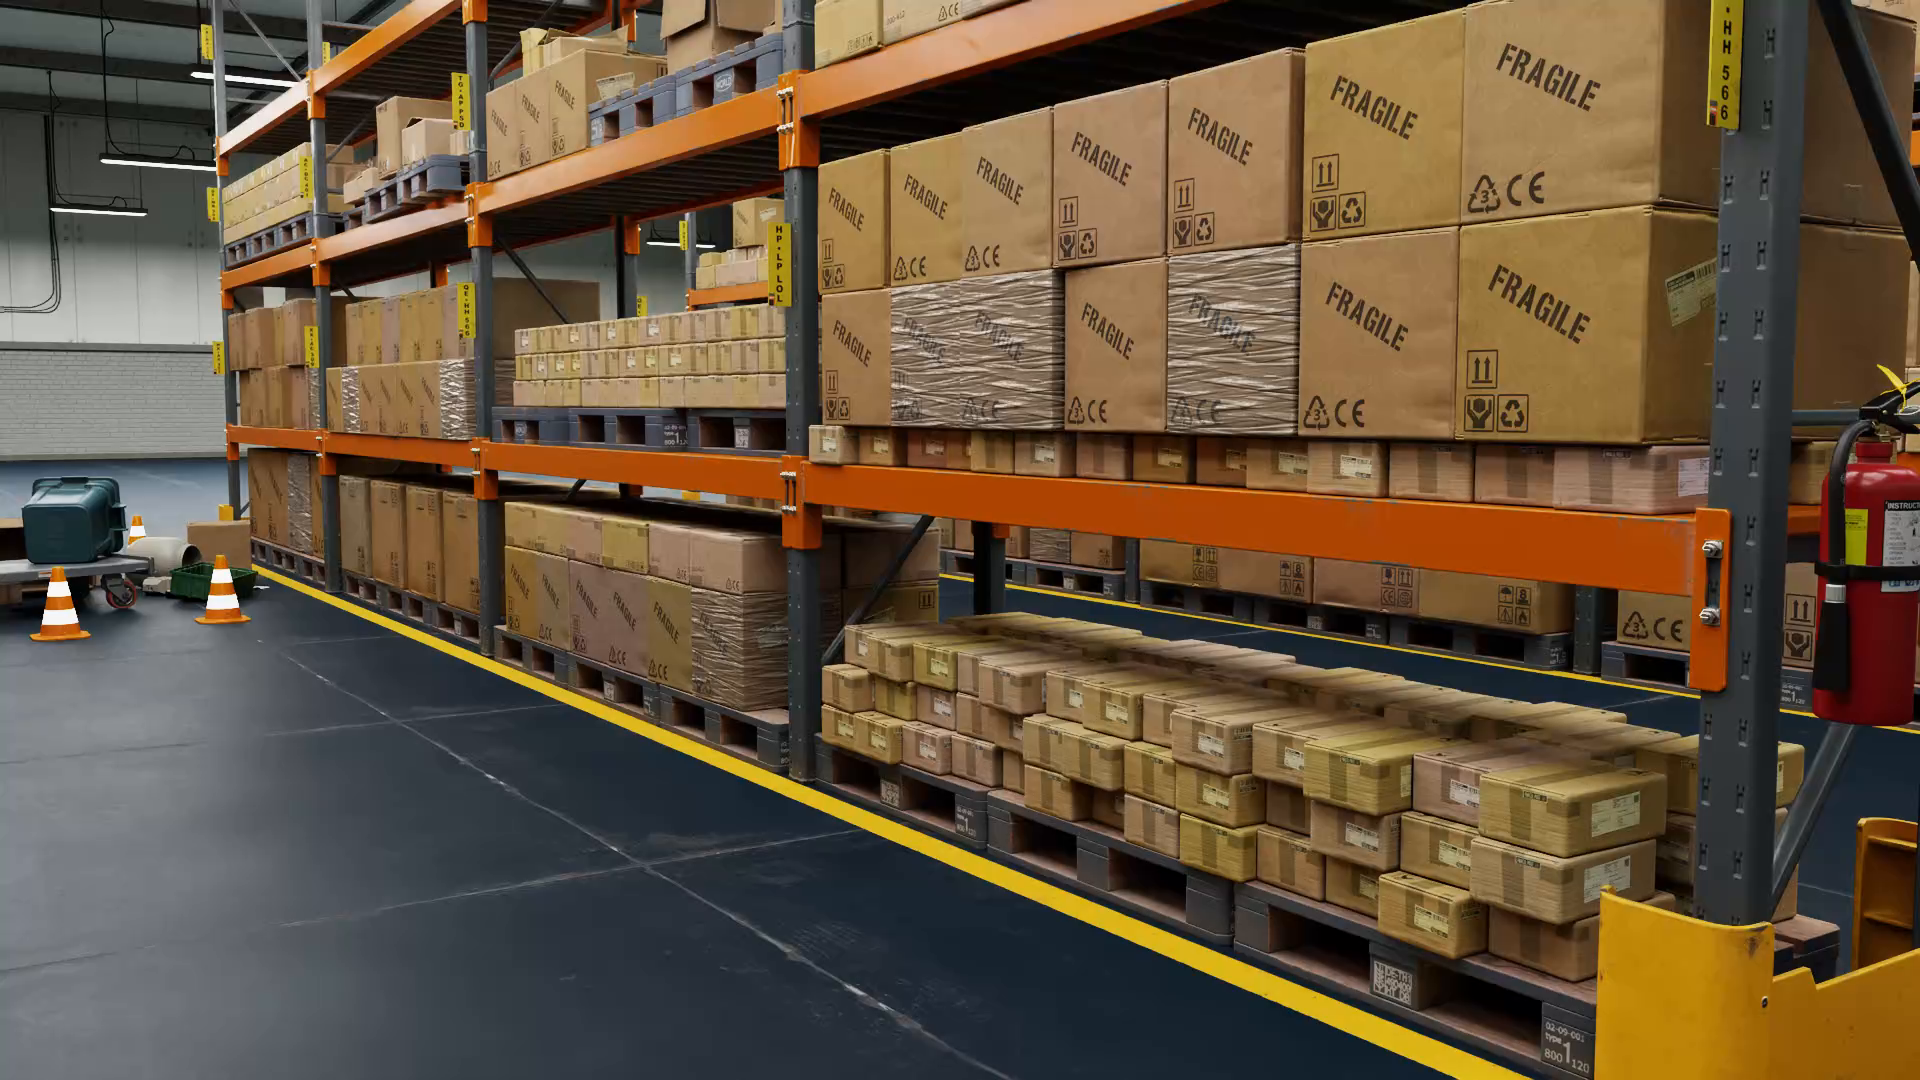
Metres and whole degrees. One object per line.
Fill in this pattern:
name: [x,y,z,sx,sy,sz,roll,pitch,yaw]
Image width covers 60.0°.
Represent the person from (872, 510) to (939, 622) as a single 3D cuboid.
person: [-0.344,-0.125,9.845,0.471,1.700,0.543,-2,5,-18]
